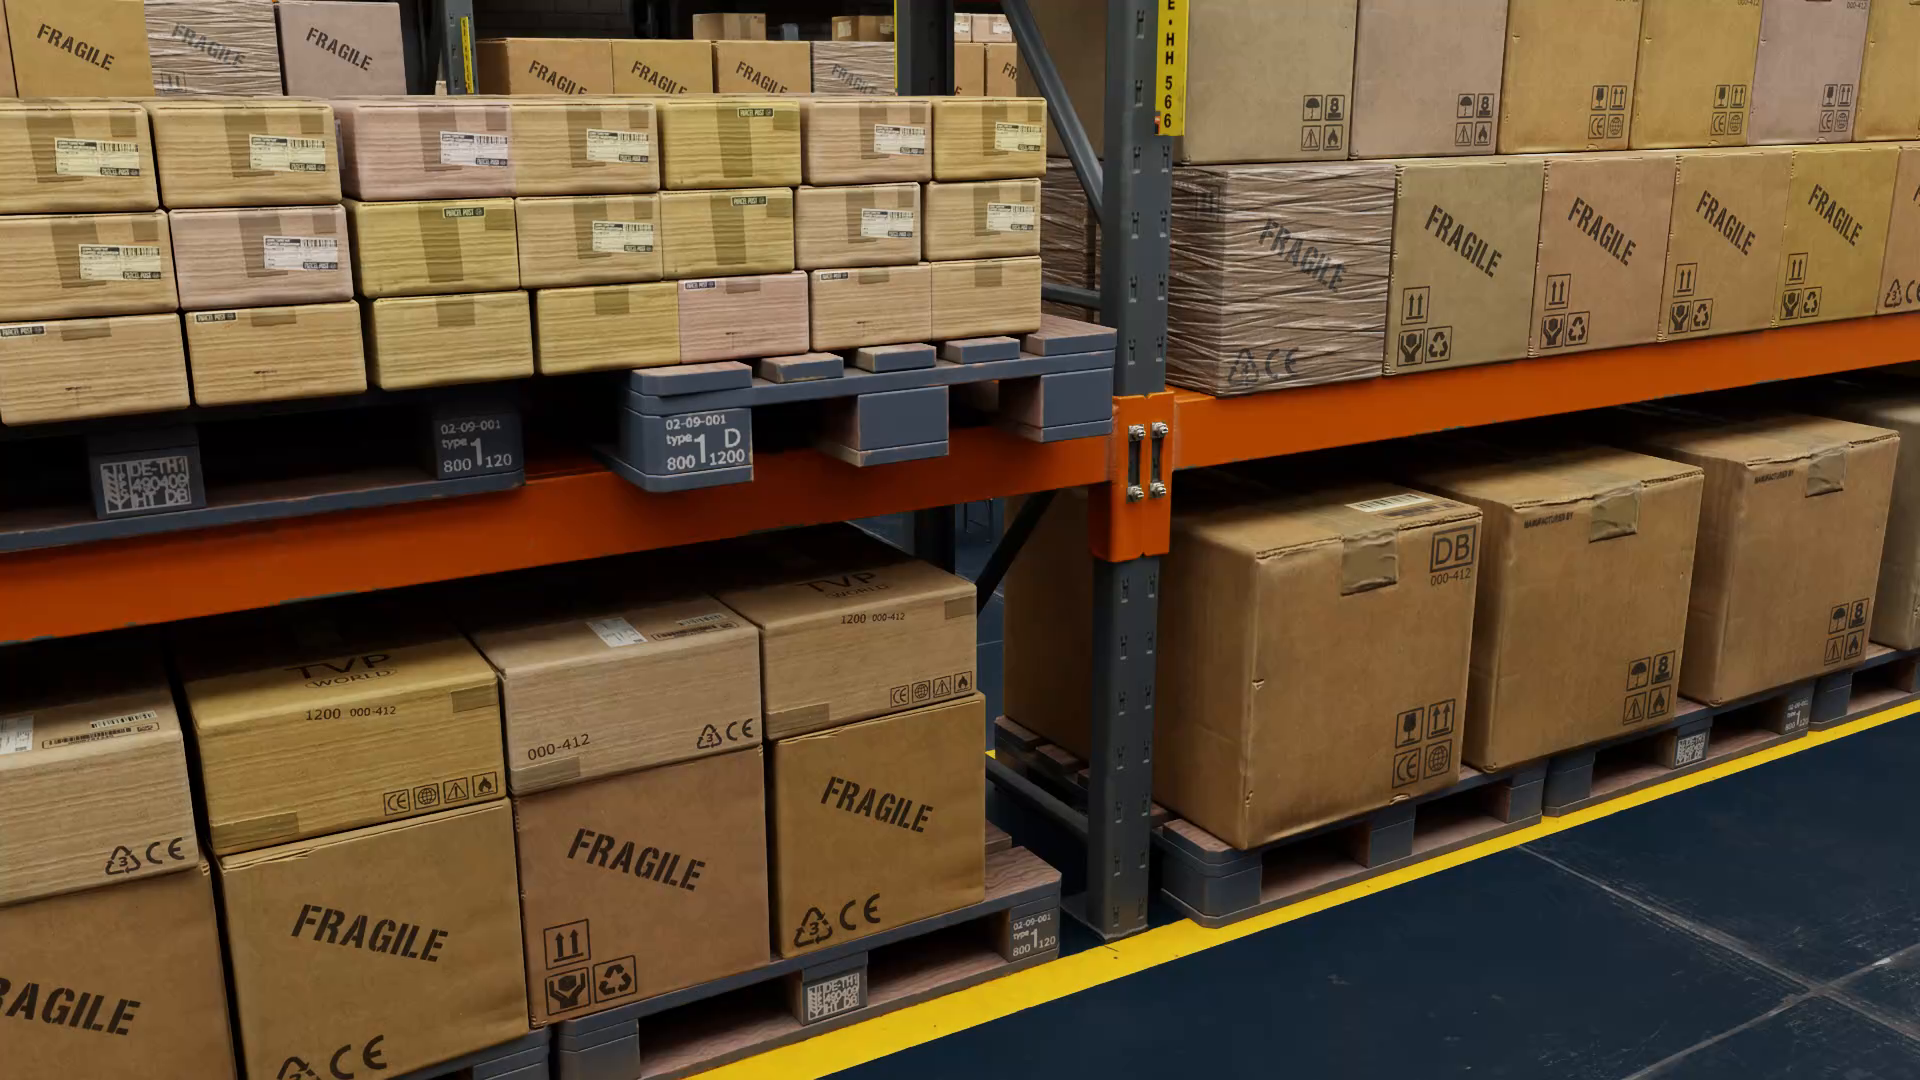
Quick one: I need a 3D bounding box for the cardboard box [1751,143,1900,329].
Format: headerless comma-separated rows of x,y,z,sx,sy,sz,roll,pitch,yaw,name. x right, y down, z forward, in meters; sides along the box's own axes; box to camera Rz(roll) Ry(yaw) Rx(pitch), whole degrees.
2.398,-0.932,4.994,0.500,0.500,0.500,-9,18,-29,cardboard box

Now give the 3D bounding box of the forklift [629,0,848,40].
-1.392,-2.629,11.357,3.031,2.935,1.130,-9,18,-29,forklift

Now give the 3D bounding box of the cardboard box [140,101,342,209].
-1.148,-0.617,2.640,0.250,0.149,0.380,-8,18,-27,cardboard box

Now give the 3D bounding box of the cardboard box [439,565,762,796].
-0.733,0.266,3.369,0.500,0.250,0.500,-9,18,-29,cardboard box

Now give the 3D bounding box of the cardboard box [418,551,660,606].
-1.005,0.148,3.790,0.500,0.250,0.500,-9,18,-30,cardboard box

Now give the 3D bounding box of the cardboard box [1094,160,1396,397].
0.669,-0.651,3.990,0.500,0.500,0.500,-9,18,-29,cardboard box

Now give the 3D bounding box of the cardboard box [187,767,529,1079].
-1.176,0.699,3.213,0.500,0.500,0.500,-10,19,-32,cardboard box

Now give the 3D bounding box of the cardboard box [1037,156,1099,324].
0.393,-0.776,4.436,0.500,0.500,0.500,-9,18,-30,cardboard box

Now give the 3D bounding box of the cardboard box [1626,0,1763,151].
1.845,-1.406,4.832,0.500,0.500,0.700,-9,18,-30,cardboard box

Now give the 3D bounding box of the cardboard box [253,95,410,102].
-1.250,-0.806,3.312,0.250,0.149,0.380,-8,18,-27,cardboard box

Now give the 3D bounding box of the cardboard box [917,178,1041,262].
-0.044,-0.654,3.320,0.250,0.149,0.380,-9,18,-29,cardboard box

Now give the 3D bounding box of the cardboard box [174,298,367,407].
-1.143,-0.332,2.726,0.250,0.149,0.380,-9,18,-28,cardboard box

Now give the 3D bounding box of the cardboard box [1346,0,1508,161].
0.968,-1.263,4.322,0.500,0.500,0.700,-10,18,-31,cardboard box

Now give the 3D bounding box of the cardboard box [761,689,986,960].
-0.284,0.550,3.743,0.500,0.500,0.500,-9,18,-30,cardboard box

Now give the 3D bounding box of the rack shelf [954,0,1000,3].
0.093,-4.814,14.802,4.000,0.370,1.077,-9,18,-30,rack shelf

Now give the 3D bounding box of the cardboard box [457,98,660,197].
-0.707,-0.688,2.892,0.250,0.149,0.380,-9,18,-28,cardboard box

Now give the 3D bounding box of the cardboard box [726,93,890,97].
-0.354,-0.951,3.830,0.250,0.149,0.380,-9,18,-30,cardboard box

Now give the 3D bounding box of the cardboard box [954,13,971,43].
-0.148,-2.738,8.902,0.250,0.149,0.380,-10,19,-32,cardboard box

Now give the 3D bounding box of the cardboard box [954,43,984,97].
-0.209,-2.427,8.997,0.500,0.500,0.500,-9,18,-28,cardboard box

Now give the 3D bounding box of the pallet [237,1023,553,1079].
-1.570,1.016,3.393,1.213,0.211,1.003,-9,18,-30,pallet

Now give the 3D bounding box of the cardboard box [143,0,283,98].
-3.235,-2.058,7.158,0.500,0.500,0.500,-9,18,-29,cardboard box

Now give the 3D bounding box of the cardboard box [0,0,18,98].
-4.101,-1.922,6.672,0.500,0.500,0.500,-10,18,-31,cardboard box

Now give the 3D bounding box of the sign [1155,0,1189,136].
0.433,-0.998,3.415,0.005,0.325,0.100,-9,18,-30,sign

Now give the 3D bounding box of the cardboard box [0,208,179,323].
-1.369,-0.438,2.551,0.250,0.149,0.380,-10,18,-31,cardboard box

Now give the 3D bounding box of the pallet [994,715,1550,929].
0.860,0.647,4.709,1.213,0.211,1.003,-9,18,-30,pallet

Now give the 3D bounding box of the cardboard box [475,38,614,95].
-1.986,-2.137,7.961,0.500,0.500,0.500,-10,18,-31,cardboard box

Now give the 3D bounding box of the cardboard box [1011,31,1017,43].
0.353,-3.013,9.884,0.250,0.149,0.380,-9,18,-30,cardboard box

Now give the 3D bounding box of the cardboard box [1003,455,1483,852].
0.714,0.214,4.479,0.750,0.750,1.050,-9,18,-30,cardboard box

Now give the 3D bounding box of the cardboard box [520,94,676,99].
-0.792,-0.880,3.578,0.250,0.149,0.380,-9,18,-30,cardboard box

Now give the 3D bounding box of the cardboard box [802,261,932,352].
-0.254,-0.475,3.236,0.250,0.149,0.380,-9,18,-30,cardboard box

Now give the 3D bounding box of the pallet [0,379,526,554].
-1.530,-0.226,3.015,1.213,0.211,1.003,-9,18,-30,pallet

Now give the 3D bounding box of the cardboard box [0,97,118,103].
-1.692,-0.735,3.058,0.250,0.149,0.380,-10,18,-30,cardboard box

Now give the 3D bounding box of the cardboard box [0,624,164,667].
-1.882,0.286,3.296,0.500,0.250,0.500,-10,19,-32,cardboard box

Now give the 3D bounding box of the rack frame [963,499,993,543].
0.080,-0.446,7.335,0.006,0.900,0.240,-9,18,-30,rack frame

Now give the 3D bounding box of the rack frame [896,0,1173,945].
0.145,-0.603,4.004,0.127,3.000,1.000,-9,18,-30,rack frame

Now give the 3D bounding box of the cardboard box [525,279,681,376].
-0.690,-0.406,2.987,0.250,0.149,0.380,-9,18,-30,cardboard box

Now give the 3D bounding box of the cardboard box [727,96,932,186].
-0.255,-0.762,3.157,0.250,0.149,0.380,-9,18,-30,cardboard box

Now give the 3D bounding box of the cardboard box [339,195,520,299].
-0.925,-0.510,2.809,0.250,0.149,0.380,-9,18,-30,cardboard box

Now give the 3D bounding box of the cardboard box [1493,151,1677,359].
1.536,-0.793,4.495,0.500,0.500,0.500,-9,18,-30,cardboard box

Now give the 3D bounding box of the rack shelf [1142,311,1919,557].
1.860,-0.535,5.093,4.000,0.370,1.077,-9,18,-30,rack shelf

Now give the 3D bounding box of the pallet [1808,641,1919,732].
2.952,0.308,5.919,1.213,0.211,1.003,-9,18,-30,pallet

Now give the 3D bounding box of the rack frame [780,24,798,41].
-1.621,-3.438,14.118,0.127,3.000,1.000,-9,18,-30,rack frame

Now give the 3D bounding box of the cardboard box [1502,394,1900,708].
2.260,-0.038,5.377,0.750,0.750,1.050,-9,18,-30,cardboard box

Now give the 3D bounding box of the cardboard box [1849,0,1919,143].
2.712,-1.546,5.331,0.500,0.500,0.700,-10,18,-31,cardboard box

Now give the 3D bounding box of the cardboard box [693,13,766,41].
-1.233,-2.733,8.886,0.250,0.149,0.380,-10,19,-32,cardboard box

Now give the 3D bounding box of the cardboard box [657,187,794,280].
-0.496,-0.579,3.054,0.250,0.149,0.380,-9,18,-28,cardboard box

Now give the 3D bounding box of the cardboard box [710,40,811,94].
-1.091,-2.286,8.495,0.500,0.500,0.500,-9,18,-29,cardboard box

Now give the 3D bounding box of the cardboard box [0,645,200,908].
-1.619,0.407,2.864,0.500,0.250,0.500,-8,18,-28,cardboard box

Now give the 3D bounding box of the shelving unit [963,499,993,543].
-0.007,-0.432,7.284,0.210,0.900,0.258,-9,18,-30,shelving unit
